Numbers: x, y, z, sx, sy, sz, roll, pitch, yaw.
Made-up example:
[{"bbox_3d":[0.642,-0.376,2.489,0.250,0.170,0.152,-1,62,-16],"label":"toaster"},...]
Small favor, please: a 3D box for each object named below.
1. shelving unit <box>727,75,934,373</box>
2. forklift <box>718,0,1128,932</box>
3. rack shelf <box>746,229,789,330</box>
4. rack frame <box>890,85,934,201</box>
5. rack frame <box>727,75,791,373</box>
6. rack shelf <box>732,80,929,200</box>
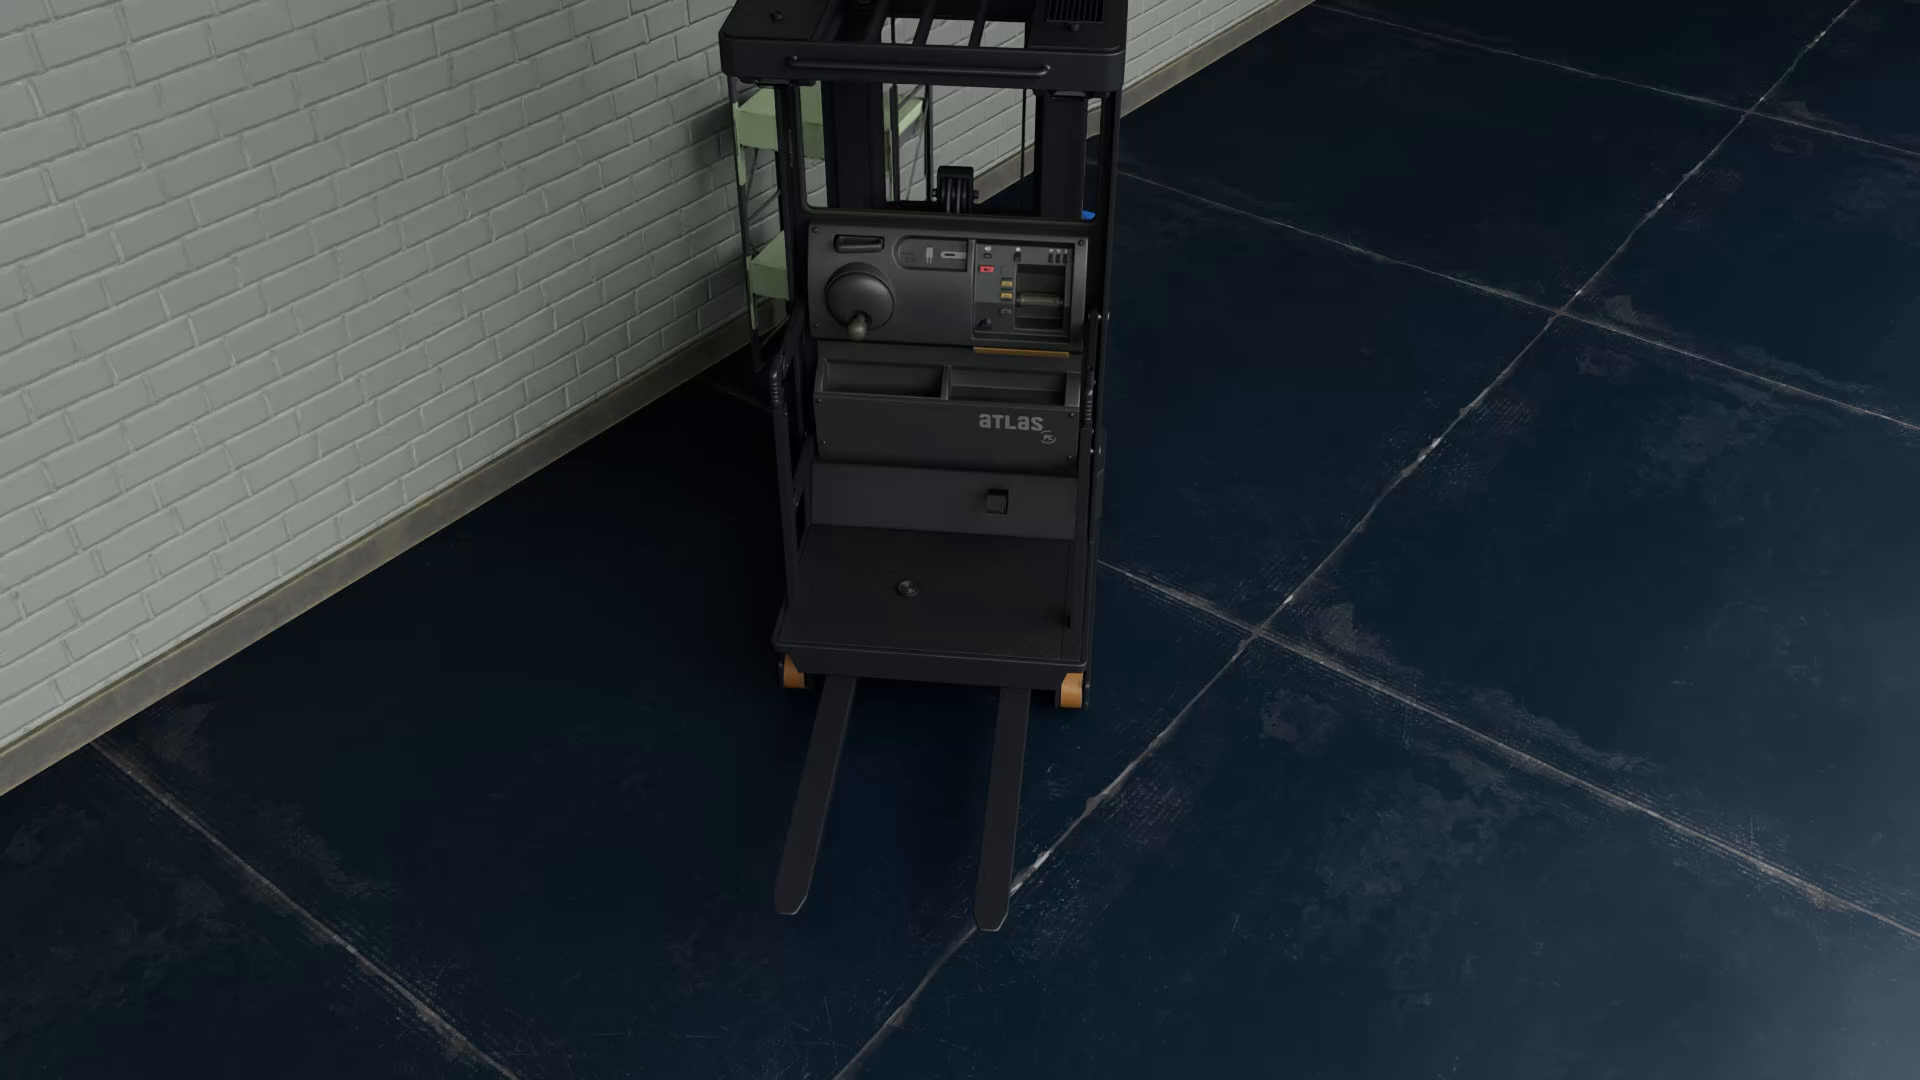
[{"bbox_3d":[-0.538,-1.401,7.323,0.755,1.500,0.431,14,40,17],"label":"shelving unit"},{"bbox_3d":[-0.064,-0.772,5.359,1.130,2.935,3.031,4,38,5],"label":"forklift"},{"bbox_3d":[-0.538,-1.145,7.524,0.720,0.370,0.431,14,40,17],"label":"rack shelf"},{"bbox_3d":[-0.198,-1.319,7.218,0.023,1.500,0.400,14,40,17],"label":"rack frame"},{"bbox_3d":[-0.879,-1.484,7.428,0.023,1.500,0.400,14,40,17],"label":"rack frame"},{"bbox_3d":[-0.538,-1.709,7.083,0.720,0.370,0.431,14,40,17],"label":"rack shelf"}]
